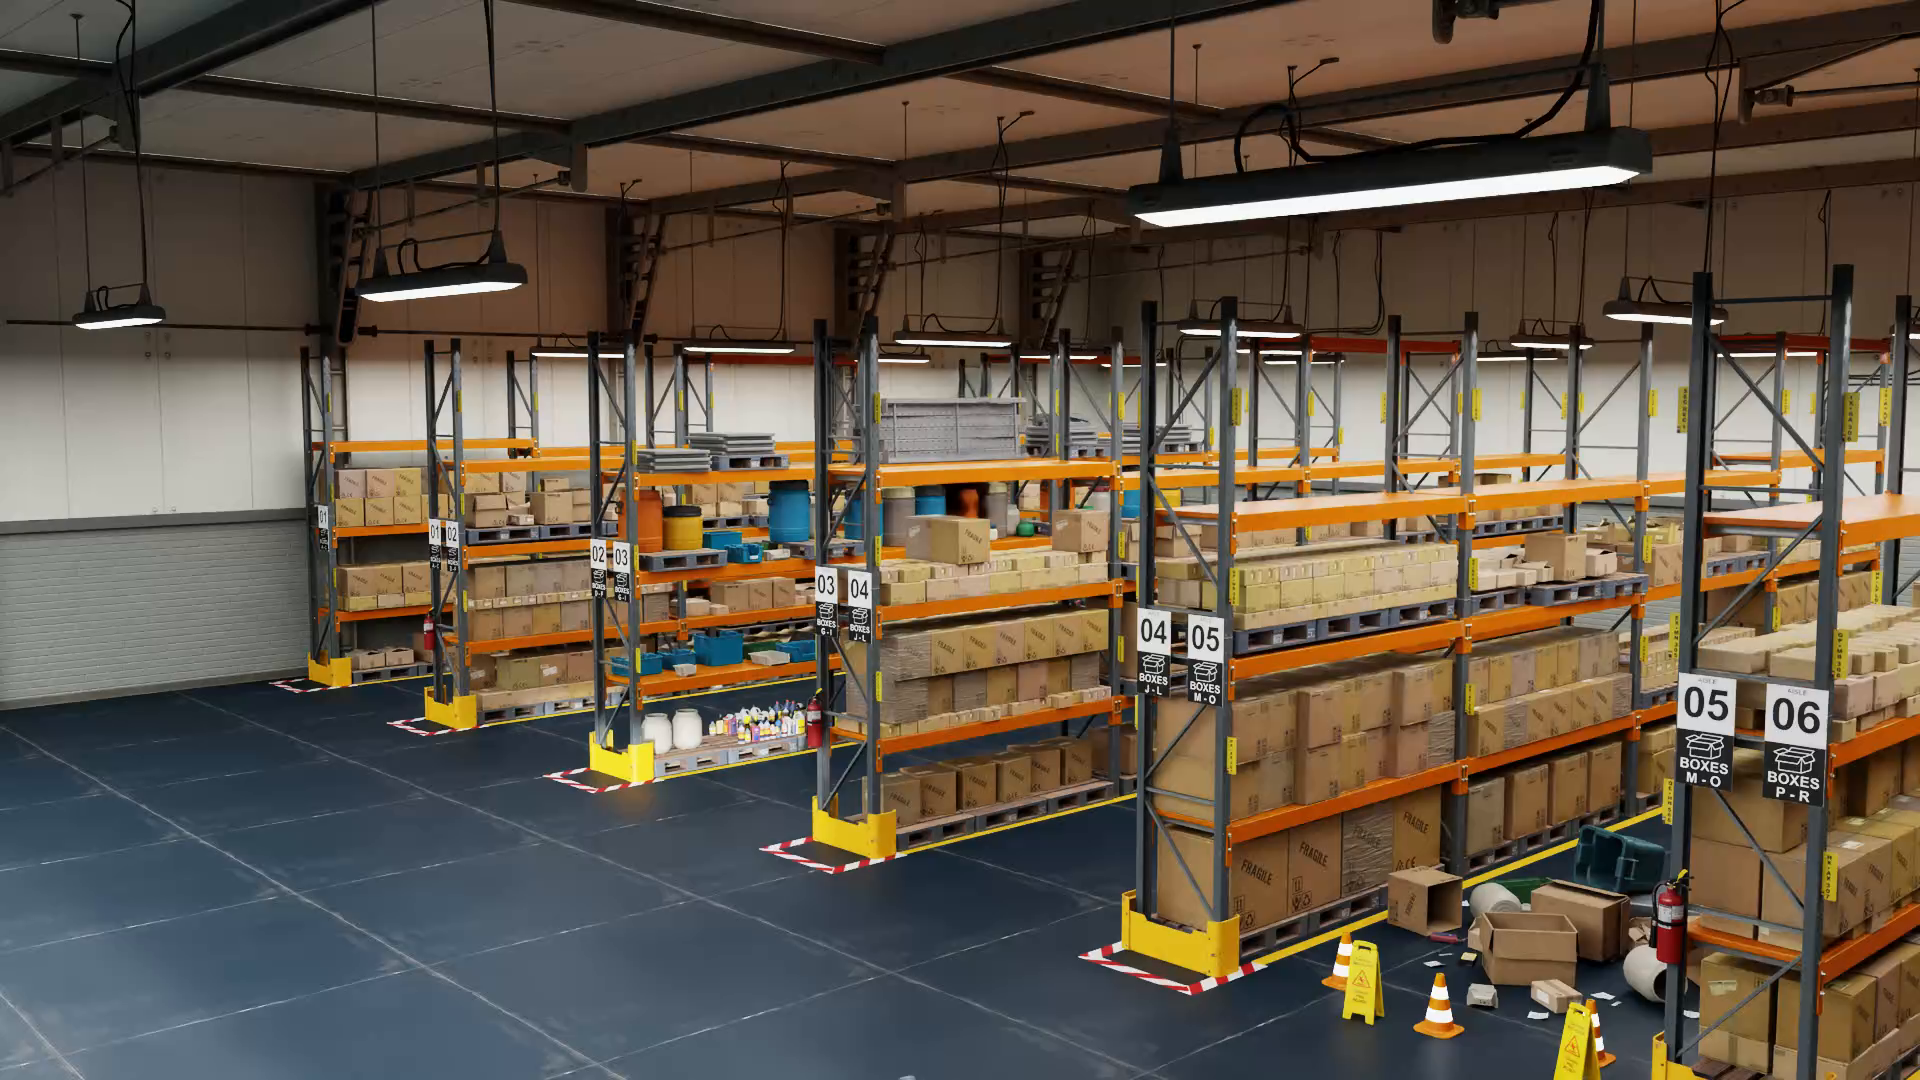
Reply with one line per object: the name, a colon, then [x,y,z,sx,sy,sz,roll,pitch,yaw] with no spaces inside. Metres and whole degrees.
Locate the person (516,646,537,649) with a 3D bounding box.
person: [-7.579,1.747,29.066,0.673,1.699,0.923,4,6,38]
